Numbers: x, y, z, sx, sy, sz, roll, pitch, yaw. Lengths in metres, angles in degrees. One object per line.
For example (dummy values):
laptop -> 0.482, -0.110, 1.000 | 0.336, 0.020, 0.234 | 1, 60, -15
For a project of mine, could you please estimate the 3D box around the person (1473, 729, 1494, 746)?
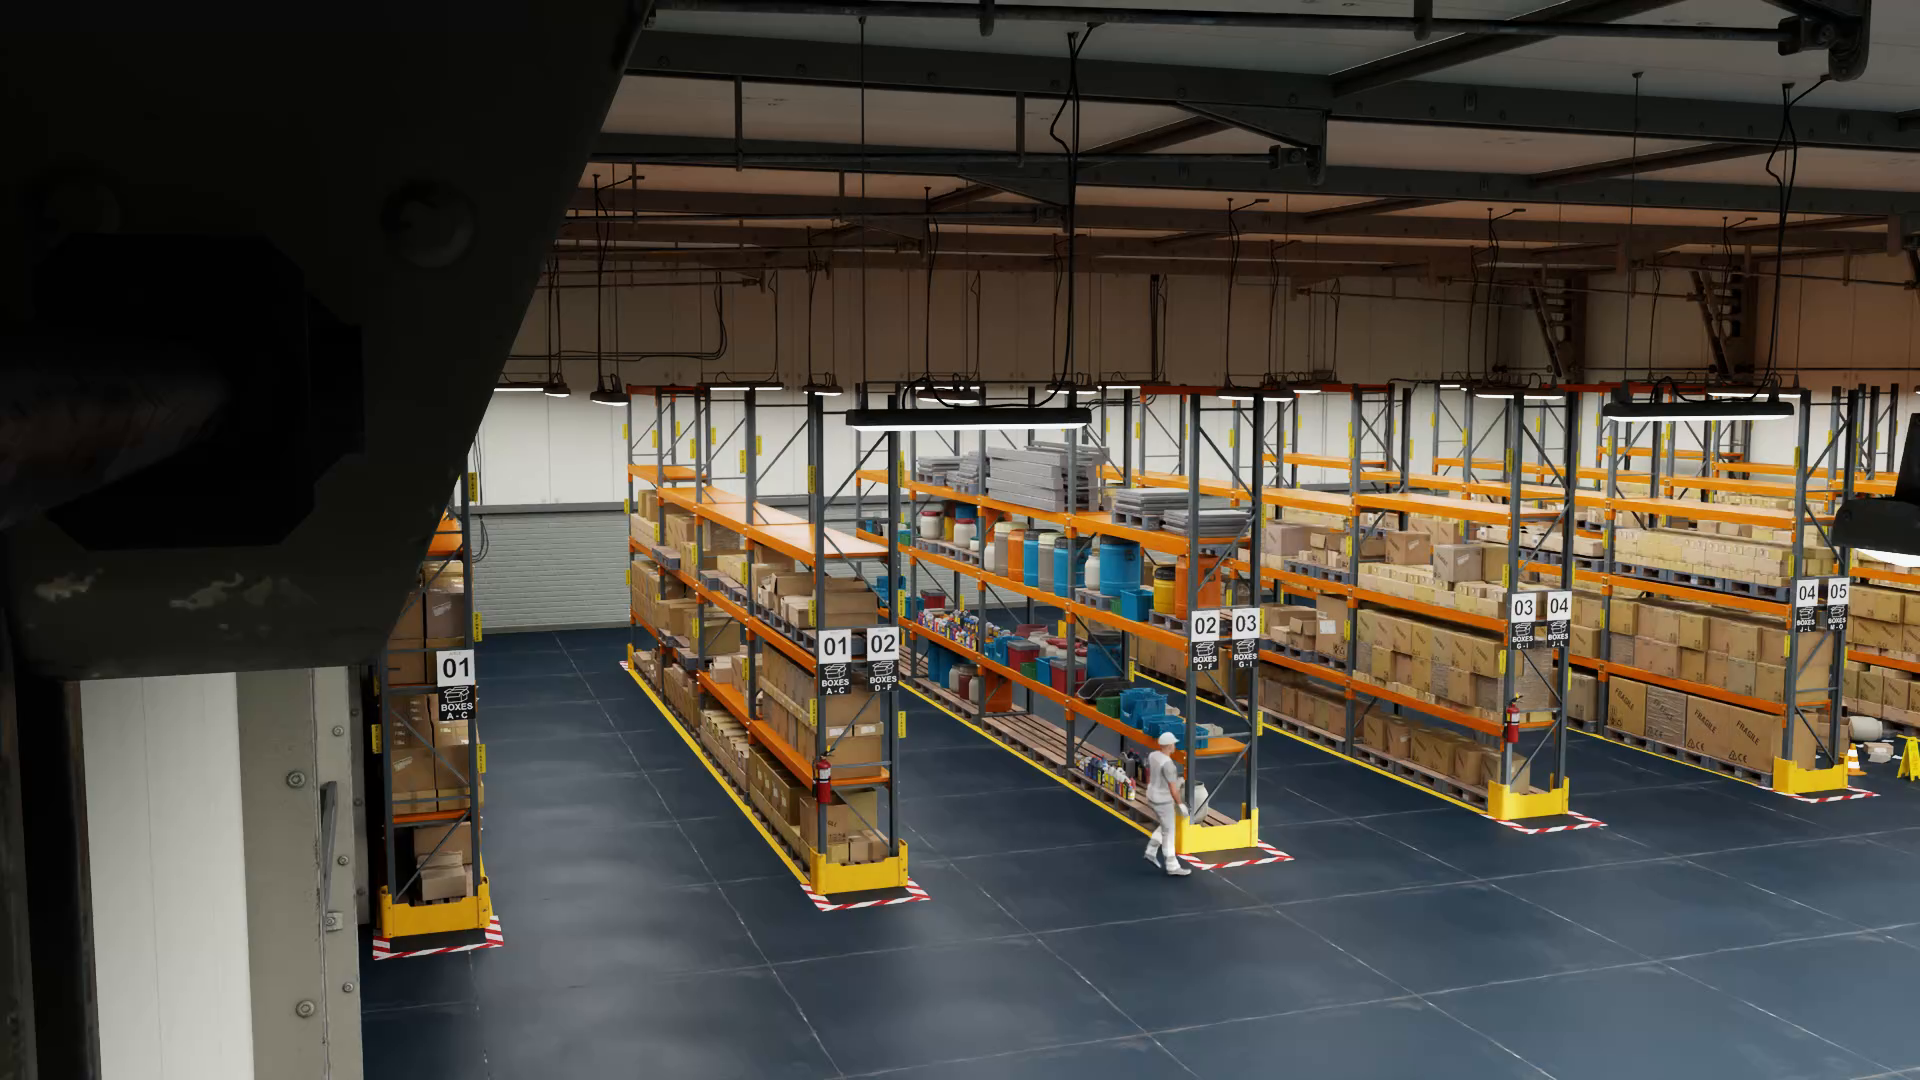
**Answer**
person -> 8.544, 2.724, 26.911 | 0.437, 1.663, 0.422 | 2, 6, 15

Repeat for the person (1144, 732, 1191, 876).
person -> 2.585, 3.289, 20.875 | 0.540, 1.787, 0.669 | -2, 6, -15
